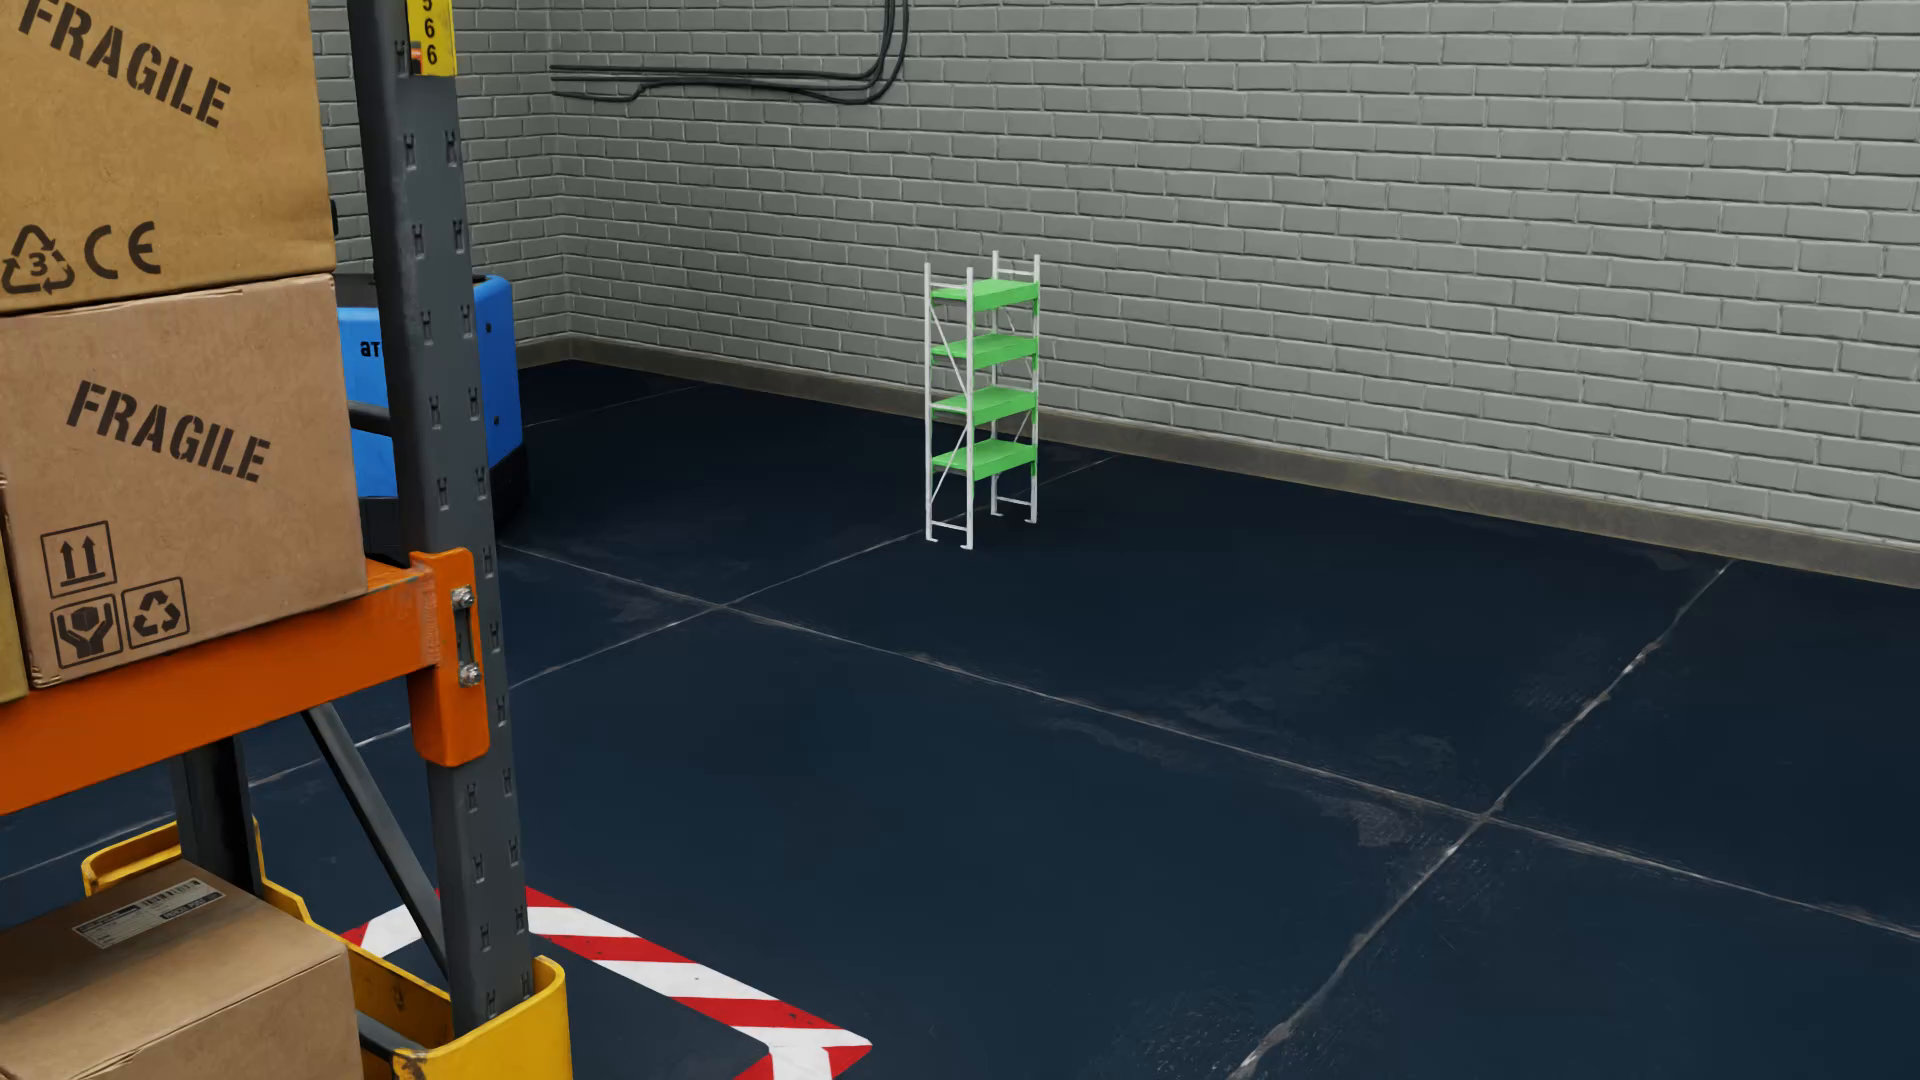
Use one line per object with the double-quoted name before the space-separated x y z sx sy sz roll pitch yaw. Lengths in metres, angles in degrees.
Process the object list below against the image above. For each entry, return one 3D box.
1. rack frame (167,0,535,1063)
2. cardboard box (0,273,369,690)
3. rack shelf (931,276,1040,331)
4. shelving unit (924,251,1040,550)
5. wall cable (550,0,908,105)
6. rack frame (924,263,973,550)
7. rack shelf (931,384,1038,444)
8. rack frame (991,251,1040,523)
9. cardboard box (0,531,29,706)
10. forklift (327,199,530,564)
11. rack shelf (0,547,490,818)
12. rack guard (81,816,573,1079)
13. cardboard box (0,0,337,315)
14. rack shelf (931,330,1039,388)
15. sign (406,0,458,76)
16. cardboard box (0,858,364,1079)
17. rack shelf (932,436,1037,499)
"rack frame" -1.216 -0.247 2.981 1.000 3.000 0.127 12 21 35
"cardboard box" -1.264 -0.140 2.468 0.500 0.500 0.500 13 22 36
"rack shelf" 0.099 -1.010 7.069 0.258 0.148 0.480 12 21 35
"shelving unit" 0.099 -0.612 7.193 0.258 1.200 0.503 12 21 35
"wall cable" -1.540 -3.788 9.503 3.097 2.526 0.112 12 21 35
"rack frame" -0.047 -0.554 7.006 0.240 1.200 0.015 12 21 35
"rack shelf" 0.099 -0.551 7.212 0.258 0.148 0.480 12 21 35
"rack frame" 0.244 -0.671 7.380 0.240 1.200 0.015 12 21 35
"cardboard box" -1.571 -0.016 2.068 0.500 0.500 0.500 13 21 35
"forklift" -3.526 -1.444 6.952 3.031 2.935 1.130 1 17 2
"rack shelf" -2.408 0.573 1.554 1.077 0.370 4.000 12 21 35
"rack guard" -1.261 0.965 3.294 1.175 0.500 0.348 12 21 35
"cardboard box" -1.261 -0.618 2.320 0.500 0.500 0.500 12 21 34
"rack shelf" 0.099 -0.781 7.141 0.258 0.148 0.480 12 21 35
"sign" -0.782 -0.848 2.431 0.100 0.325 0.005 12 21 35
"cardboard box" -1.342 0.910 2.730 0.500 0.500 0.500 12 21 35
"rack shelf" 0.099 -0.322 7.283 0.258 0.148 0.480 12 21 35
